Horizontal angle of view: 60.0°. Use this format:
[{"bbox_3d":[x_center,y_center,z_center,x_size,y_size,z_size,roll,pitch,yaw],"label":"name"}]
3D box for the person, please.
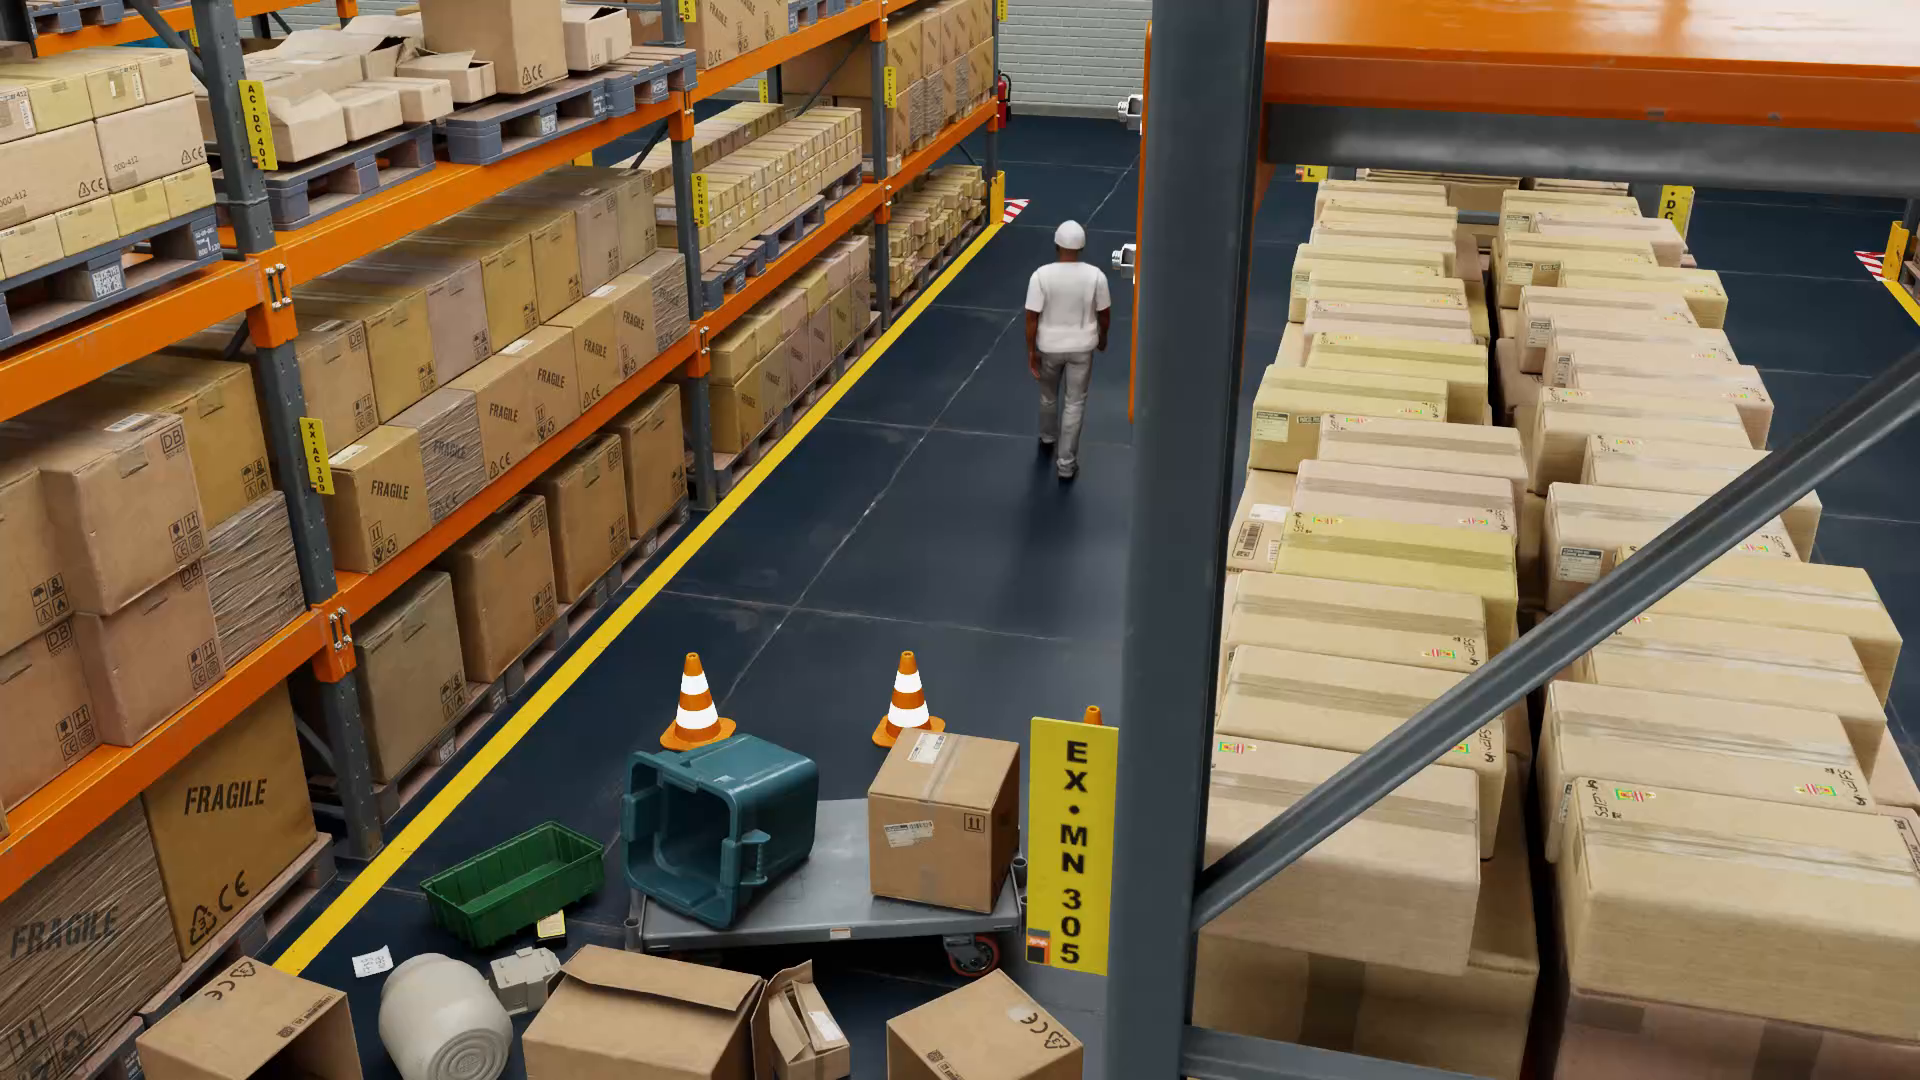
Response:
[{"bbox_3d":[0.753,-1.384,11.485,0.567,1.726,0.920,4,25,7],"label":"person"}]
